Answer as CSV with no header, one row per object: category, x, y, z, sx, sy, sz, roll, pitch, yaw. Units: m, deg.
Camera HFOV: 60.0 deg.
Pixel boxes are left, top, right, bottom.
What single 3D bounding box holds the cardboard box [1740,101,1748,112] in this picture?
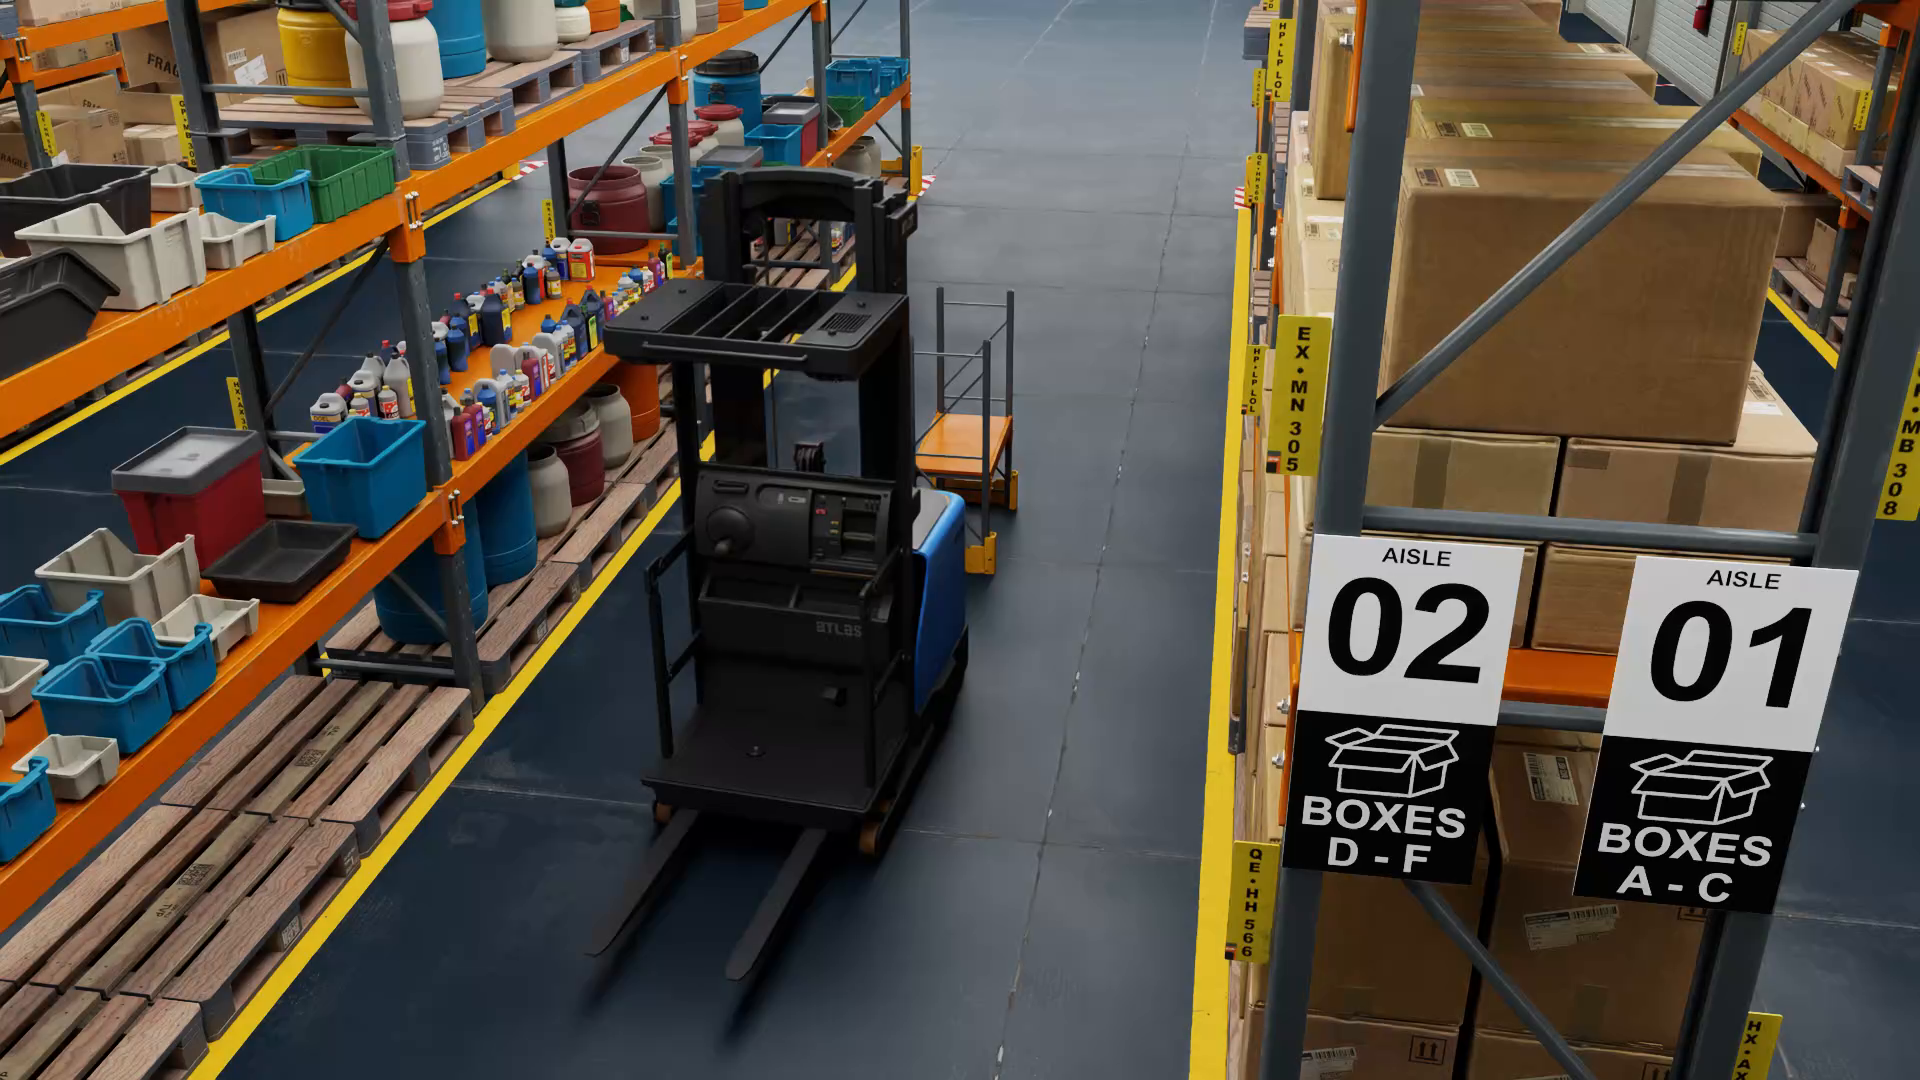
cardboard box,8.308,-4.580,17.149,0.500,0.250,0.500,3,25,7

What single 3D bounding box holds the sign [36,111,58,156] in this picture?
sign,-6.718,-2.991,12.237,0.100,0.325,0.005,4,25,9

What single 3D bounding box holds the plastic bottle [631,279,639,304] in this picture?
plastic bottle,-2.148,-1.607,10.878,0.097,0.201,0.097,0,25,0

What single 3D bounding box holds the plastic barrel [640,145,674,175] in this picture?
plastic barrel,-2.354,-2.833,13.132,0.421,0.512,0.421,0,25,0

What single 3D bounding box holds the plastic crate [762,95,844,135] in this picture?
plastic crate,-1.515,-4.016,15.865,0.767,0.338,0.504,4,25,9

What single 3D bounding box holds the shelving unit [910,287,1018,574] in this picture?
shelving unit,0.012,-0.711,10.500,0.587,1.500,1.083,4,25,9

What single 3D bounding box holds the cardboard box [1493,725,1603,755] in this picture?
cardboard box,1.609,0.645,4.536,0.500,0.500,0.500,4,25,9

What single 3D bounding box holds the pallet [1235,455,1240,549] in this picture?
pallet,2.347,-0.244,11.022,1.003,0.211,1.213,4,25,9

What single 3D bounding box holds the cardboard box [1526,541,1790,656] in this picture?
cardboard box,1.533,0.042,3.761,0.500,0.250,0.500,4,25,9

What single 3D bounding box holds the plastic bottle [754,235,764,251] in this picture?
plastic bottle,-1.975,-2.939,16.273,0.097,0.201,0.097,0,25,0

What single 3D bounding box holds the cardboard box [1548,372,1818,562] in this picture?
cardboard box,1.539,-0.184,3.654,0.500,0.250,0.500,4,25,9

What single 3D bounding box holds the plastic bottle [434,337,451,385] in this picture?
plastic bottle,-2.998,-1.036,9.577,0.097,0.271,0.097,0,25,0

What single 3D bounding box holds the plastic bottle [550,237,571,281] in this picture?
plastic bottle,-2.770,-1.946,11.516,0.152,0.276,0.135,4,25,9

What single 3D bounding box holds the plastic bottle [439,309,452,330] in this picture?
plastic bottle,-3.094,-1.239,9.997,0.061,0.283,0.133,4,25,9

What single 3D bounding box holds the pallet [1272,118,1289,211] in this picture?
pallet,2.028,-1.685,7.494,1.213,0.211,1.003,4,25,9

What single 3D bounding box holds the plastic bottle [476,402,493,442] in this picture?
plastic bottle,-2.530,-0.627,8.786,0.097,0.201,0.097,0,25,0

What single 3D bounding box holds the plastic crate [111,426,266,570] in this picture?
plastic crate,-3.427,-0.188,7.467,0.402,0.464,0.583,4,25,9

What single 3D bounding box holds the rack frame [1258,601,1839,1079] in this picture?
rack frame,1.199,1.530,3.944,1.000,3.000,0.127,4,25,9

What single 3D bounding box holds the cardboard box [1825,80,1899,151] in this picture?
cardboard box,7.820,-3.647,14.273,0.500,0.500,0.500,4,25,8

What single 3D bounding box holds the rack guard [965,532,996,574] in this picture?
rack guard,-0.069,0.063,10.320,0.587,0.250,0.087,4,25,9

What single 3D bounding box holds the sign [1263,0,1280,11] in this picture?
sign,1.960,-3.487,10.419,0.100,0.325,0.005,4,25,9

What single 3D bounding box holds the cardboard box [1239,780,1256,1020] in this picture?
cardboard box,1.085,1.061,4.827,0.500,0.500,0.500,4,25,9

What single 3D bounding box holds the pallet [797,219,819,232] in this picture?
pallet,-1.378,-3.361,17.681,1.003,0.211,1.213,4,25,9

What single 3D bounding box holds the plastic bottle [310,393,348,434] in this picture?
plastic bottle,-3.288,-0.619,8.681,0.152,0.276,0.135,4,25,9

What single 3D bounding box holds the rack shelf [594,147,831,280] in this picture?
rack shelf,-2.053,-2.672,13.768,1.077,0.370,4.000,4,25,9

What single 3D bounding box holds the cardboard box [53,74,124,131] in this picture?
cardboard box,-10.881,-5.176,20.280,0.875,0.875,0.875,4,25,9

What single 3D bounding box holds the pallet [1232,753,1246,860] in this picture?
pallet,1.739,1.407,7.496,1.003,0.211,1.213,4,25,9

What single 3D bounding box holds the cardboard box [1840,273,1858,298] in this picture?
cardboard box,8.105,-2.289,14.926,0.380,0.166,0.250,1,25,2

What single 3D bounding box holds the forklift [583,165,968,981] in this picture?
forklift,-0.817,-0.053,7.406,1.130,2.935,3.031,6,26,13

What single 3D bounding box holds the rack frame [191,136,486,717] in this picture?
rack frame,-3.034,-0.488,8.254,1.000,3.000,0.127,4,25,9

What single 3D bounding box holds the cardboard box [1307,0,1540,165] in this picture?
cardboard box,1.589,-1.595,5.783,0.700,0.500,0.500,4,25,9

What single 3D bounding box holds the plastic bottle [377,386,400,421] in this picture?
plastic bottle,-3.103,-0.737,9.021,0.097,0.201,0.097,0,25,0

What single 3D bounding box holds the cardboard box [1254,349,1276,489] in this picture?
cardboard box,1.498,-0.464,6.905,0.500,0.500,0.500,5,25,10

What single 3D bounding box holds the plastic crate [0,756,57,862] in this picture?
plastic crate,-3.215,0.878,5.463,0.416,0.233,0.300,4,25,9

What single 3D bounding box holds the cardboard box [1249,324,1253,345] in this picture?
cardboard box,2.427,-1.469,12.437,0.500,0.311,0.500,4,25,8

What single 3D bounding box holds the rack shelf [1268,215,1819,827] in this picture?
rack shelf,1.525,-0.340,5.247,1.077,0.370,4.000,4,25,9

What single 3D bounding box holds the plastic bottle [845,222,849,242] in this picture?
plastic bottle,-1.185,-3.142,16.531,0.144,0.351,0.185,5,25,10

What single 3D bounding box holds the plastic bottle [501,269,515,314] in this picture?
plastic bottle,-2.950,-1.607,10.782,0.061,0.283,0.133,4,25,9

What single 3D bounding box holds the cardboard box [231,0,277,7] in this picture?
cardboard box,-6.811,-5.017,16.282,0.500,0.500,0.500,4,25,9

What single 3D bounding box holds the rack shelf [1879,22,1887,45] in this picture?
rack shelf,8.374,-5.017,15.240,1.077,0.370,4.000,4,25,9

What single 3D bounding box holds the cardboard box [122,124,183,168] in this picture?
cardboard box,-6.766,-3.311,13.968,0.500,0.250,0.500,3,25,7

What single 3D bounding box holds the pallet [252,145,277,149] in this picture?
pallet,-6.881,-3.781,15.515,1.003,0.211,1.213,4,25,9

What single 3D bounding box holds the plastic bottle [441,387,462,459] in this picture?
plastic bottle,-2.650,-0.607,8.567,0.144,0.351,0.185,4,25,9

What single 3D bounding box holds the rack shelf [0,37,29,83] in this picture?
rack shelf,-7.593,-2.700,10.291,1.077,0.370,4.000,4,25,9

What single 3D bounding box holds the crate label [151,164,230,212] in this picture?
crate label,-3.399,-1.543,7.280,0.293,0.136,0.466,4,25,9

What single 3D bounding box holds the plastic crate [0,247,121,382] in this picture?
plastic crate,-3.167,-0.765,5.382,0.504,0.338,0.767,4,25,9

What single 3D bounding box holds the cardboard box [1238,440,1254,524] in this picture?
cardboard box,1.983,-0.284,10.248,0.500,0.500,0.500,4,25,8

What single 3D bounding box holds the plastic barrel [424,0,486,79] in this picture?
plastic barrel,-2.906,-2.988,8.971,0.600,0.901,0.708,4,25,9

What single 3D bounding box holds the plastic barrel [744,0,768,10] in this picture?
plastic barrel,-1.809,-4.645,13.005,0.600,0.901,0.708,4,25,9

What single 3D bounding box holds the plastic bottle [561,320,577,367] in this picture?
plastic bottle,-2.331,-1.169,9.860,0.097,0.271,0.097,0,25,0

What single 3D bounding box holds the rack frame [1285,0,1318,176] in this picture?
rack frame,1.852,-2.860,6.246,1.000,3.000,0.127,4,25,9

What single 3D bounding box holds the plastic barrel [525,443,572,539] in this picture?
plastic barrel,-2.632,-0.304,10.300,0.421,0.512,0.421,0,25,0

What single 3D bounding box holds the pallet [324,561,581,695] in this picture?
pallet,-2.867,0.455,9.529,1.003,0.211,1.213,4,25,9

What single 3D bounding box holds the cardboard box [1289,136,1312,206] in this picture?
cardboard box,1.448,-1.265,5.963,0.500,0.250,0.500,4,25,9

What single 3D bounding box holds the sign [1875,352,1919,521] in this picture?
sign,1.734,-0.187,3.042,0.100,0.325,0.005,4,25,9
